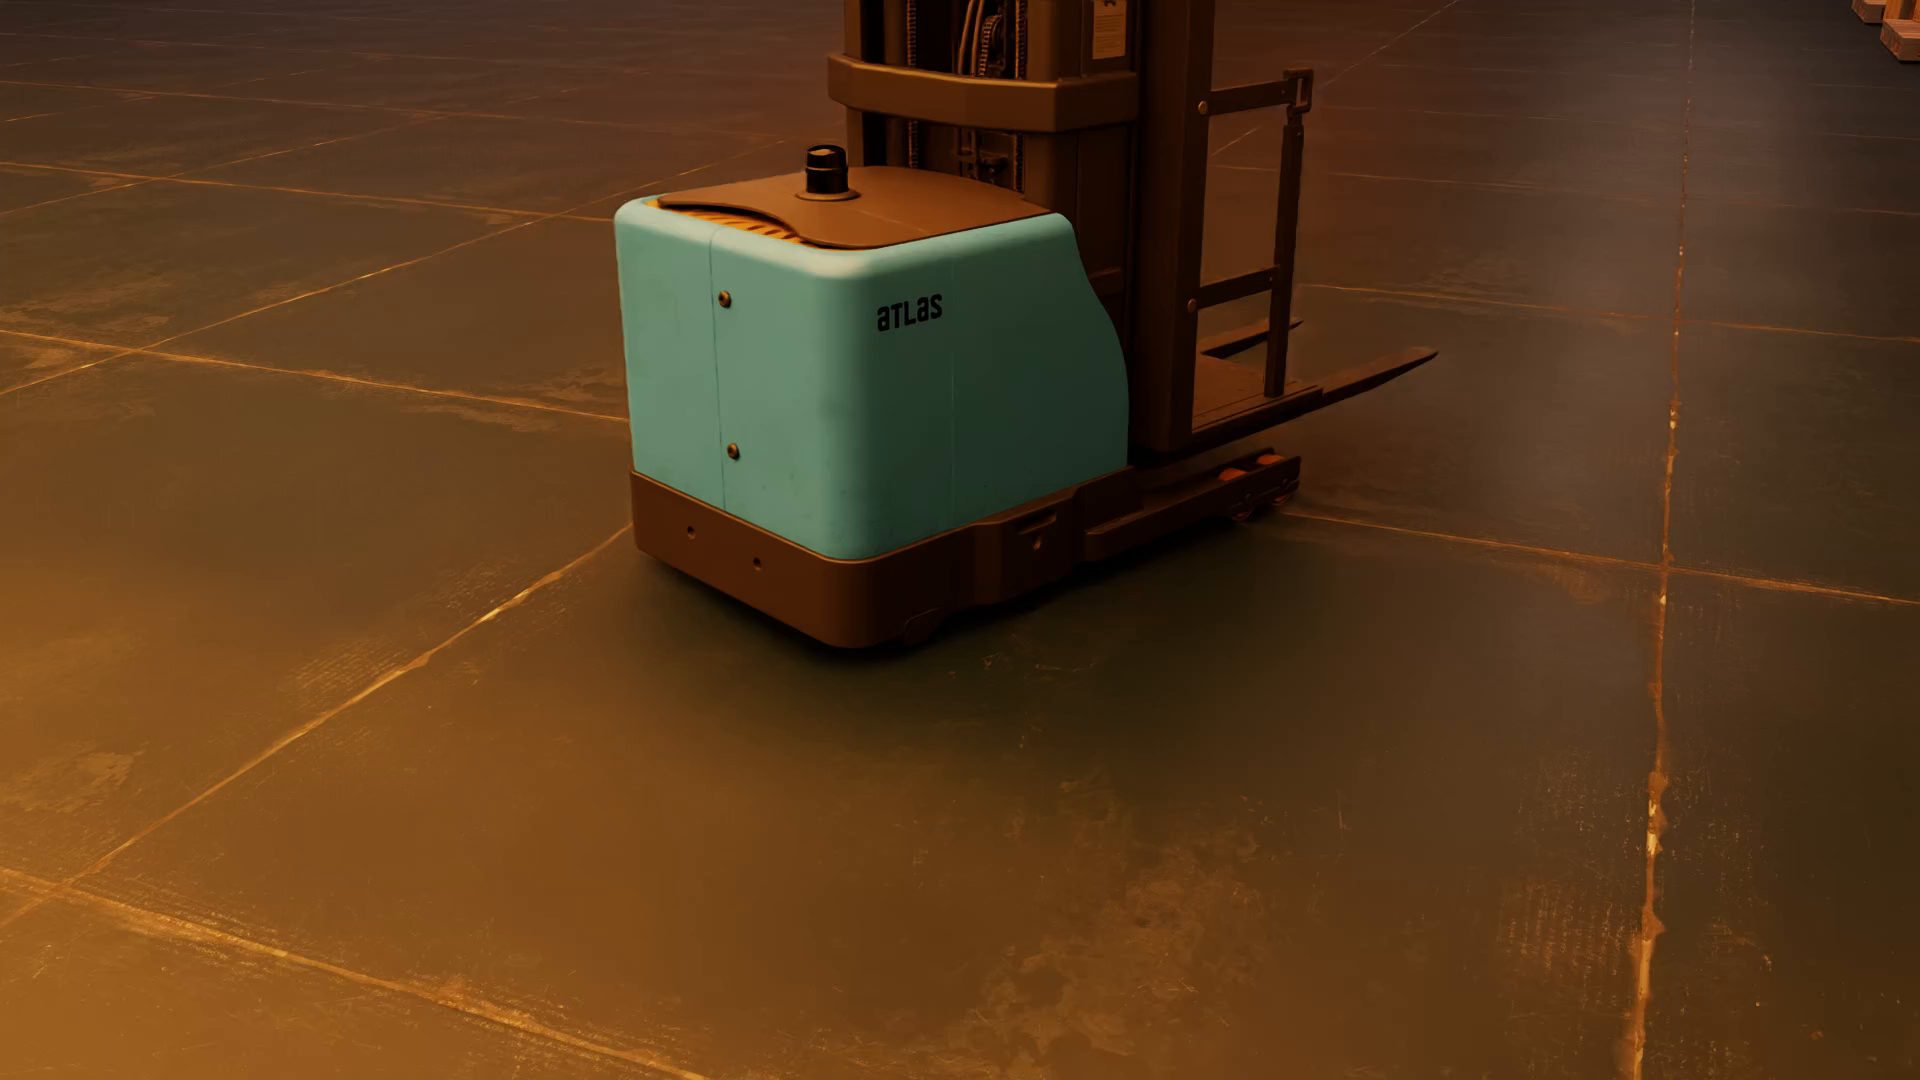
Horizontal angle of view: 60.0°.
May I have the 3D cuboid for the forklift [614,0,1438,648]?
[{"bbox_3d":[0.457,-1.541,4.978,3.031,2.935,1.130,-20,30,-40],"label":"forklift"}]
